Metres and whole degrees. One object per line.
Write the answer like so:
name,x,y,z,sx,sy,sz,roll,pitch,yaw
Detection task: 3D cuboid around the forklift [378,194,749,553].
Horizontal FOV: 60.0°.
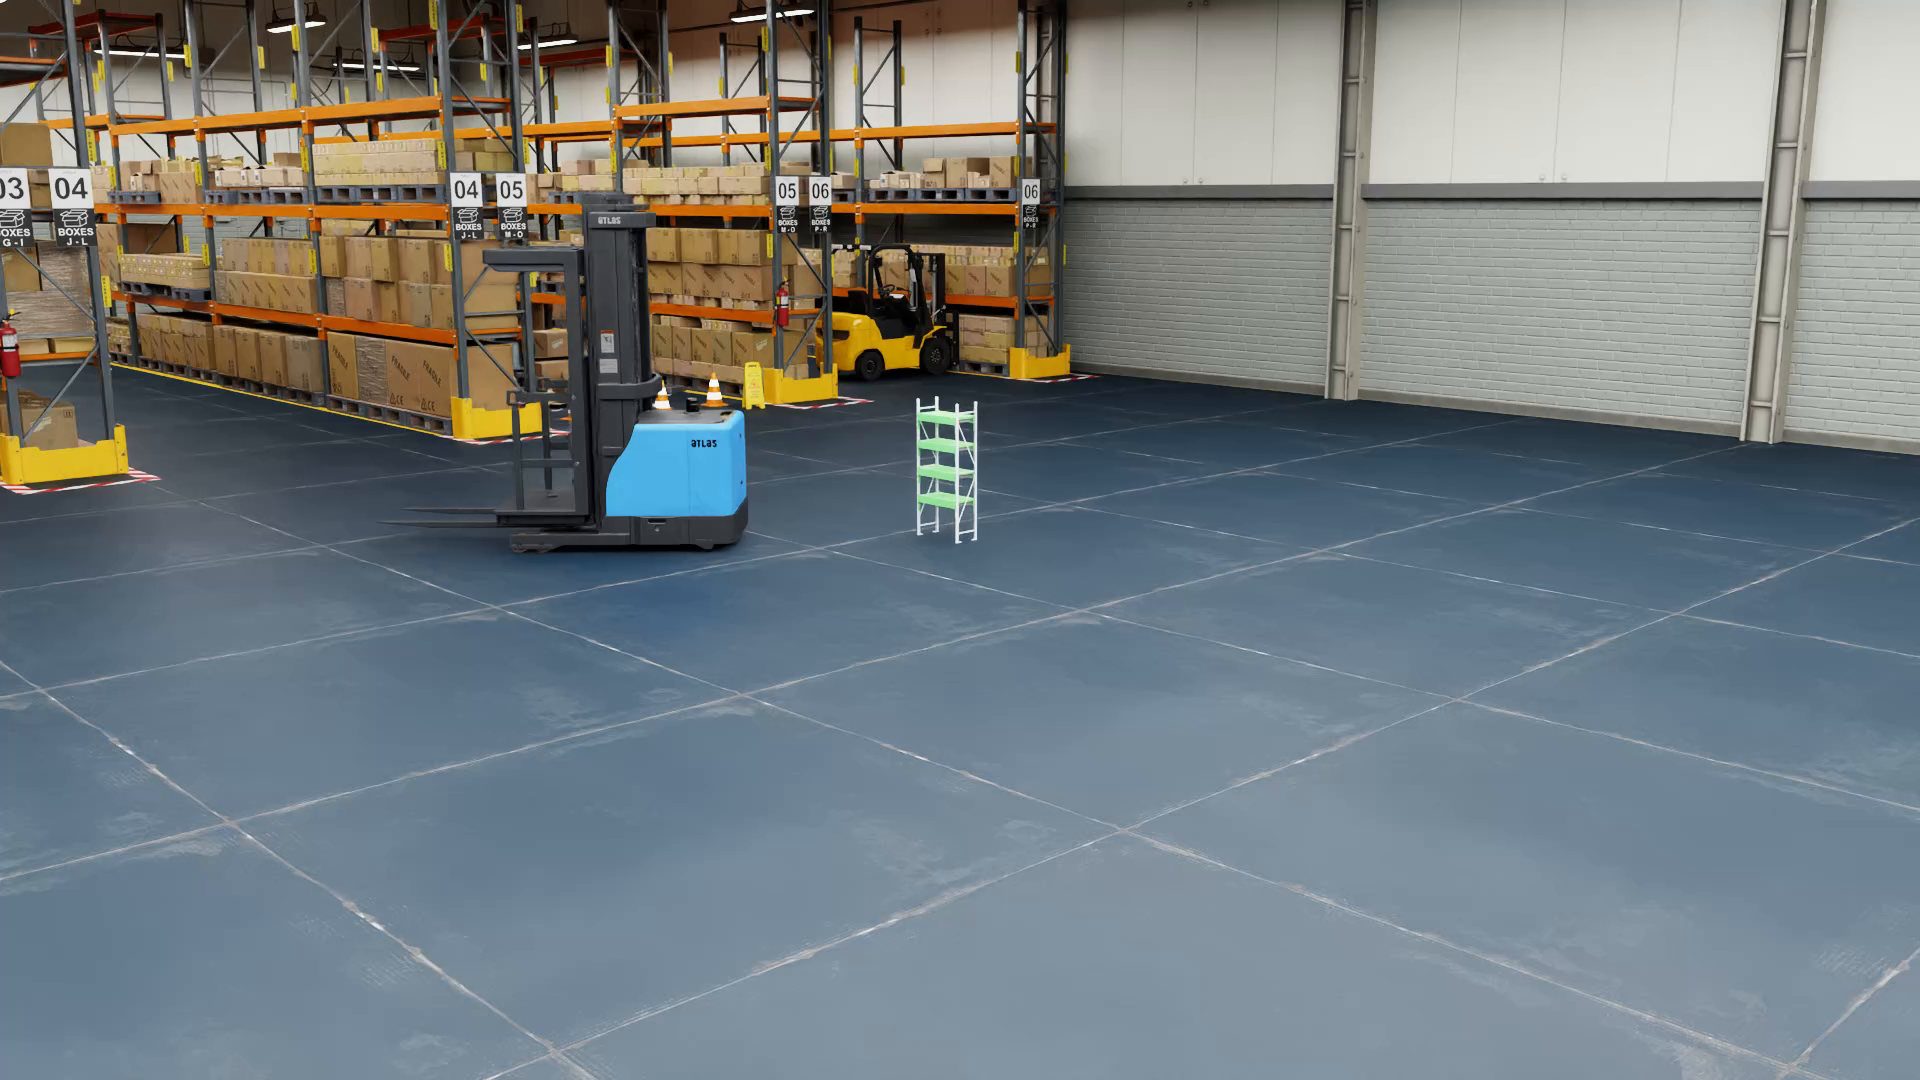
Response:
forklift,-3.397,-1.435,14.113,3.031,2.935,1.130,0,12,0

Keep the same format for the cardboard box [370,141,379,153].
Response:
cardboard box,-7.314,-5.023,21.283,0.380,0.149,0.250,-11,16,-42

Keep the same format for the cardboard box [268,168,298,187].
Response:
cardboard box,-9.557,-5.191,23.823,0.500,0.250,0.500,-11,16,-43

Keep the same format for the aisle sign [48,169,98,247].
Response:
aisle sign,-9.180,-3.437,17.217,0.394,0.787,0.004,-11,16,-43

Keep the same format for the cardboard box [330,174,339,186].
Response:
cardboard box,-8.188,-4.817,22.260,0.380,0.149,0.250,-11,16,-43

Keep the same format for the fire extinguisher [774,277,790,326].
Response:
fire extinguisher,-2.527,-3.393,23.638,0.296,0.674,0.183,-11,16,-43

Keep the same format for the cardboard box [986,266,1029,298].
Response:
cardboard box,0.785,-4.288,27.544,0.500,0.500,0.500,-11,16,-44

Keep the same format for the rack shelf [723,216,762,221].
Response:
rack shelf,-5.591,-6.780,34.237,1.077,0.370,4.000,-11,16,-43

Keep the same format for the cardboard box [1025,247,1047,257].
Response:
cardboard box,1.237,-4.795,27.660,0.380,0.149,0.250,-11,16,-44

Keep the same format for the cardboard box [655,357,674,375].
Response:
cardboard box,-4.446,-2.754,26.121,0.500,0.250,0.500,-10,15,-39

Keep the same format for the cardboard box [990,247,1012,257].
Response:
cardboard box,0.722,-4.771,27.543,0.380,0.149,0.250,-11,16,-42

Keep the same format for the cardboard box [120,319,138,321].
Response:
cardboard box,-15.522,-4.058,31.226,0.380,0.149,0.250,-10,15,-40

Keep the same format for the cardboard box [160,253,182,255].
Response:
cardboard box,-13.652,-4.901,28.875,0.380,0.149,0.250,-10,15,-40

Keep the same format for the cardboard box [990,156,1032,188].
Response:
cardboard box,0.833,-6.007,27.167,0.500,0.500,0.500,-10,15,-41

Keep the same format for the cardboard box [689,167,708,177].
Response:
cardboard box,-3.803,-5.476,24.769,0.380,0.149,0.250,-10,16,-41

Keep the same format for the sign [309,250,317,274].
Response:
sign,-8.931,-3.842,22.954,0.100,0.325,0.005,-11,16,-43

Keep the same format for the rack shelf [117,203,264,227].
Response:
rack shelf,-12.689,-5.383,27.457,1.077,0.370,4.000,-11,16,-43

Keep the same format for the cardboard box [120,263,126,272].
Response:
cardboard box,-14.131,-4.665,28.467,0.380,0.149,0.250,-11,16,-42

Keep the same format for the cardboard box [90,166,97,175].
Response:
cardboard box,-15.210,-6.553,29.496,0.250,0.149,0.380,11,16,43

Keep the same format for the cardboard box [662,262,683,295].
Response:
cardboard box,-4.232,-4.042,25.612,0.500,0.500,0.500,-11,16,-43

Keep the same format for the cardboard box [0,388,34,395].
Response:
cardboard box,-11.069,-1.470,19.266,0.500,0.500,0.500,10,15,40

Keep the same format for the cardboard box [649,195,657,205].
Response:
cardboard box,-4.606,-5.295,25.869,0.380,0.149,0.250,-11,16,-43

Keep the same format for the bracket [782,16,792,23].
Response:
bracket,-3.201,-10.019,31.822,0.235,0.232,0.430,-11,16,-43

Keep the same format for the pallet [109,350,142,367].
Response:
pallet,-14.559,-3.286,29.837,1.003,0.211,1.213,-11,16,-43

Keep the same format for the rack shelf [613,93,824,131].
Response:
rack shelf,-3.654,-6.388,24.908,1.077,0.370,4.000,-11,16,-43

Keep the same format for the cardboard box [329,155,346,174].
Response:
cardboard box,-8.061,-5.003,22.175,0.500,0.250,0.500,-11,16,-43

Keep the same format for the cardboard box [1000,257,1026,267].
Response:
cardboard box,0.873,-4.582,27.364,0.380,0.149,0.250,-11,16,-42

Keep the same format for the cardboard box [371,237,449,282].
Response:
cardboard box,-7.206,-3.696,21.872,0.875,0.550,0.500,-11,16,-43

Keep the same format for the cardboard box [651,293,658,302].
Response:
cardboard box,-4.632,-3.818,26.131,0.380,0.149,0.250,-11,16,-43

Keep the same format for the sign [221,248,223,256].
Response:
sign,-17.310,-6.801,39.319,0.327,0.218,0.001,-11,16,-43

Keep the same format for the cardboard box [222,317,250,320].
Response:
cardboard box,-11.959,-3.532,27.416,0.500,0.250,0.500,-11,16,-43

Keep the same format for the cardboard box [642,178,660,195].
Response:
cardboard box,-4.566,-5.461,25.683,0.500,0.250,0.500,-11,16,-43

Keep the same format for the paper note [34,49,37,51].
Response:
paper note,-17.006,-9.015,30.584,0.001,0.032,0.123,-11,16,-43

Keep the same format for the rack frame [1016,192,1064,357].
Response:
rack frame,1.315,-4.204,27.383,1.000,3.000,0.127,-11,16,-43

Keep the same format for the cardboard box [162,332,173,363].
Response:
cardboard box,-13.013,-3.244,27.876,0.500,0.500,0.500,-11,16,-42

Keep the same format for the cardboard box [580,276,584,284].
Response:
cardboard box,-6.142,-4.325,27.553,0.380,0.149,0.250,-11,16,-42

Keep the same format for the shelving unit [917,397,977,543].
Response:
shelving unit,-0.114,-0.612,14.408,0.258,1.200,0.503,-11,16,-43

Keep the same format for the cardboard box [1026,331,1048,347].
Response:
cardboard box,1.140,-3.405,28.041,0.500,0.250,0.500,-11,16,-42

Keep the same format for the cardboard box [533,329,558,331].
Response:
cardboard box,-7.414,-3.514,29.506,0.625,0.372,0.950,10,16,41

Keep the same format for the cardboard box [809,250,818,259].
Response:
cardboard box,-2.579,-5.318,30.937,0.250,0.149,0.380,11,16,44

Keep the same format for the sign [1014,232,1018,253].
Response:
sign,0.913,-4.814,26.885,0.100,0.325,0.005,-11,16,-43

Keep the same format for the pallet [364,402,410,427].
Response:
pallet,-7.230,-1.725,22.262,1.003,0.211,1.213,-11,16,-43

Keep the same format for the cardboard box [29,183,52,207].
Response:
cardboard box,-9.586,-3.633,17.549,0.500,0.250,0.500,-10,15,-41

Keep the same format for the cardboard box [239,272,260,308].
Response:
cardboard box,-10.492,-3.773,25.044,0.500,0.500,0.500,-11,16,-43

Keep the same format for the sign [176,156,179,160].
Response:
sign,-13.671,-6.552,29.087,0.100,0.325,0.005,-11,16,-43

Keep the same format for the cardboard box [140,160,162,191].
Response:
cardboard box,-13.098,-6.040,27.566,0.797,0.503,0.637,-11,16,-43

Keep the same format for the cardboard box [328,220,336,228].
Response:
cardboard box,-12.753,-6.495,34.169,0.250,0.149,0.380,11,16,43

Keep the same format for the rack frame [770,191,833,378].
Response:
rack frame,-2.273,-3.512,24.023,1.000,3.000,0.127,-11,16,-43

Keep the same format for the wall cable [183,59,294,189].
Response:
wall cable,-16.908,-9.680,39.098,2.355,3.000,0.029,-11,16,-43

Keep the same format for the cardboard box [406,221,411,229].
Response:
cardboard box,-10.779,-6.237,32.917,0.380,0.149,0.250,-11,16,-42

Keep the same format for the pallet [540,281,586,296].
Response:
pallet,-6.401,-4.302,28.335,1.003,0.211,1.213,-11,16,-43

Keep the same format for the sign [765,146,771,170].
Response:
sign,-2.688,-5.340,23.270,0.100,0.325,0.005,-11,16,-43

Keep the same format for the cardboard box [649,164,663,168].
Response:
cardboard box,-6.505,-7.836,35.147,0.396,0.266,0.258,-11,16,-43
